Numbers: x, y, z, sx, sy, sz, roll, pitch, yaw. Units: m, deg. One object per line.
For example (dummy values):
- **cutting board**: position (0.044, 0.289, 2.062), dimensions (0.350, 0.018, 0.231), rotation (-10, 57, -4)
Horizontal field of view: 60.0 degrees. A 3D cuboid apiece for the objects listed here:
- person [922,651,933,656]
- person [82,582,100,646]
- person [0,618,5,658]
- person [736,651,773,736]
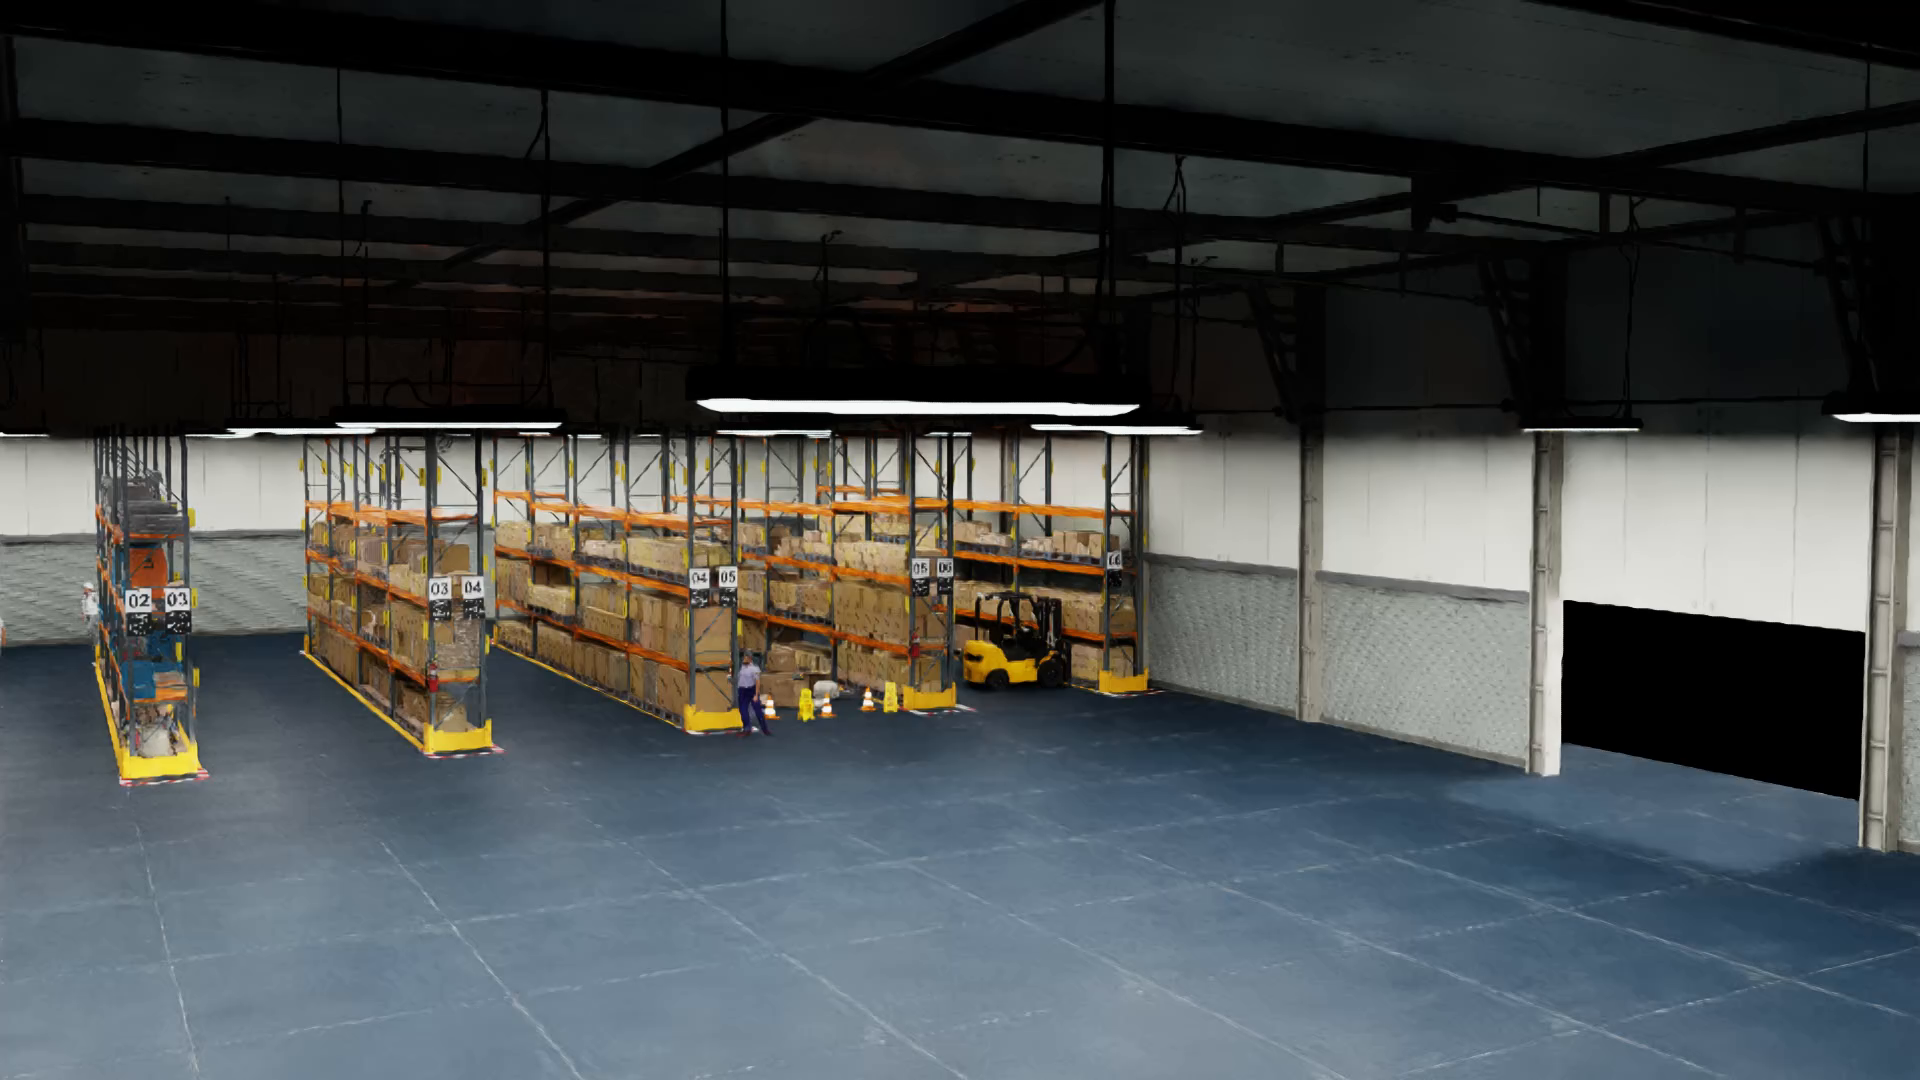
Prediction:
- **person**: position (-0.823, 2.513, 39.180), dimensions (0.462, 1.662, 0.498), rotation (0, 3, 2)
- **person**: position (-23.976, 2.048, 45.948), dimensions (0.640, 1.759, 0.499), rotation (2, 4, 29)
- **person**: position (-23.679, 2.451, 40.757), dimensions (0.493, 1.600, 1.001), rotation (-2, 4, -30)
- **person**: position (-3.974, 3.017, 32.124), dimensions (0.685, 1.541, 0.480), rotation (2, 4, 32)
